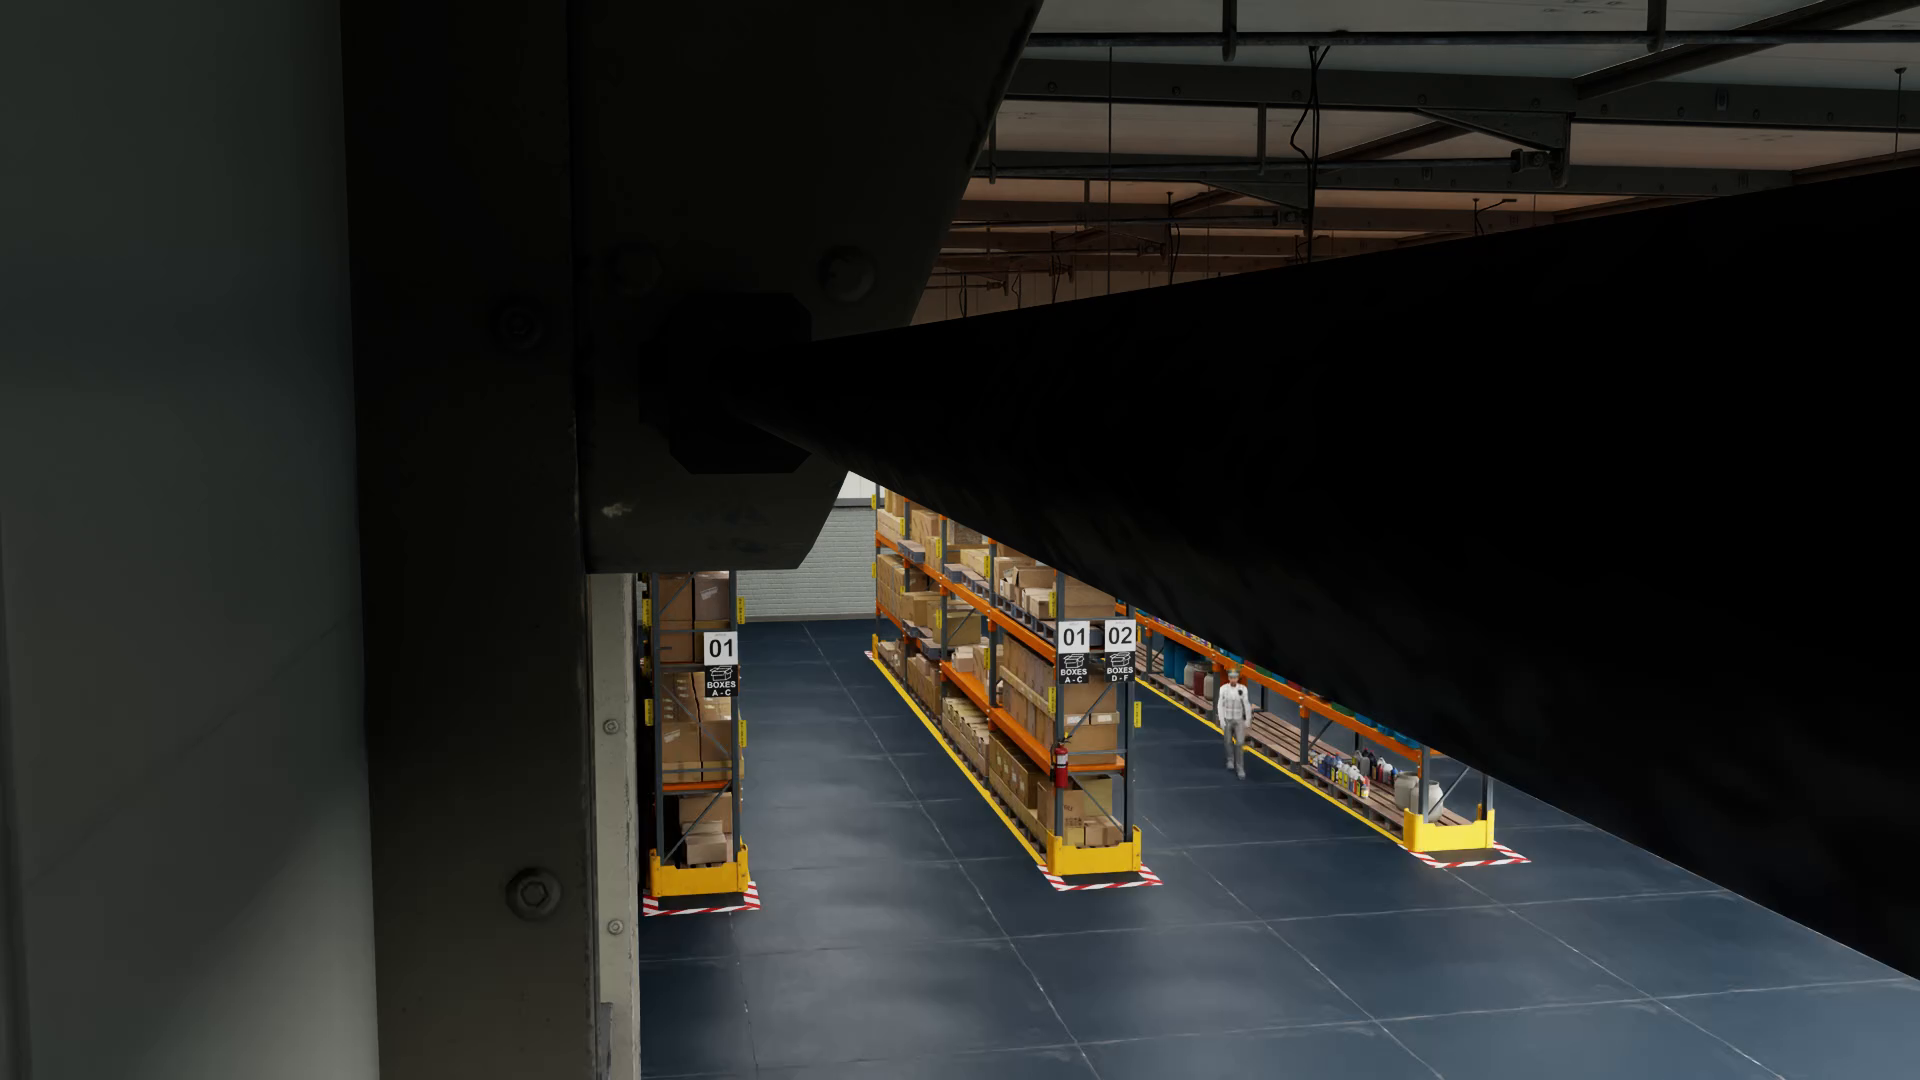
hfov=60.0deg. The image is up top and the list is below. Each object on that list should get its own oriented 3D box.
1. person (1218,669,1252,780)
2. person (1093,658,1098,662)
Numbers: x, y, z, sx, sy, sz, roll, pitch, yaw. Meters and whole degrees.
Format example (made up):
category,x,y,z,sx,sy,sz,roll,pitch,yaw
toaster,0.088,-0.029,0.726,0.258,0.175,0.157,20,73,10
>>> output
category,x,y,z,sx,sy,sz,roll,pitch,yaw
person,4.292,2.831,26.048,0.516,1.669,0.828,2,6,16
person,2.159,2.457,29.237,0.583,1.830,0.566,-1,6,-8
